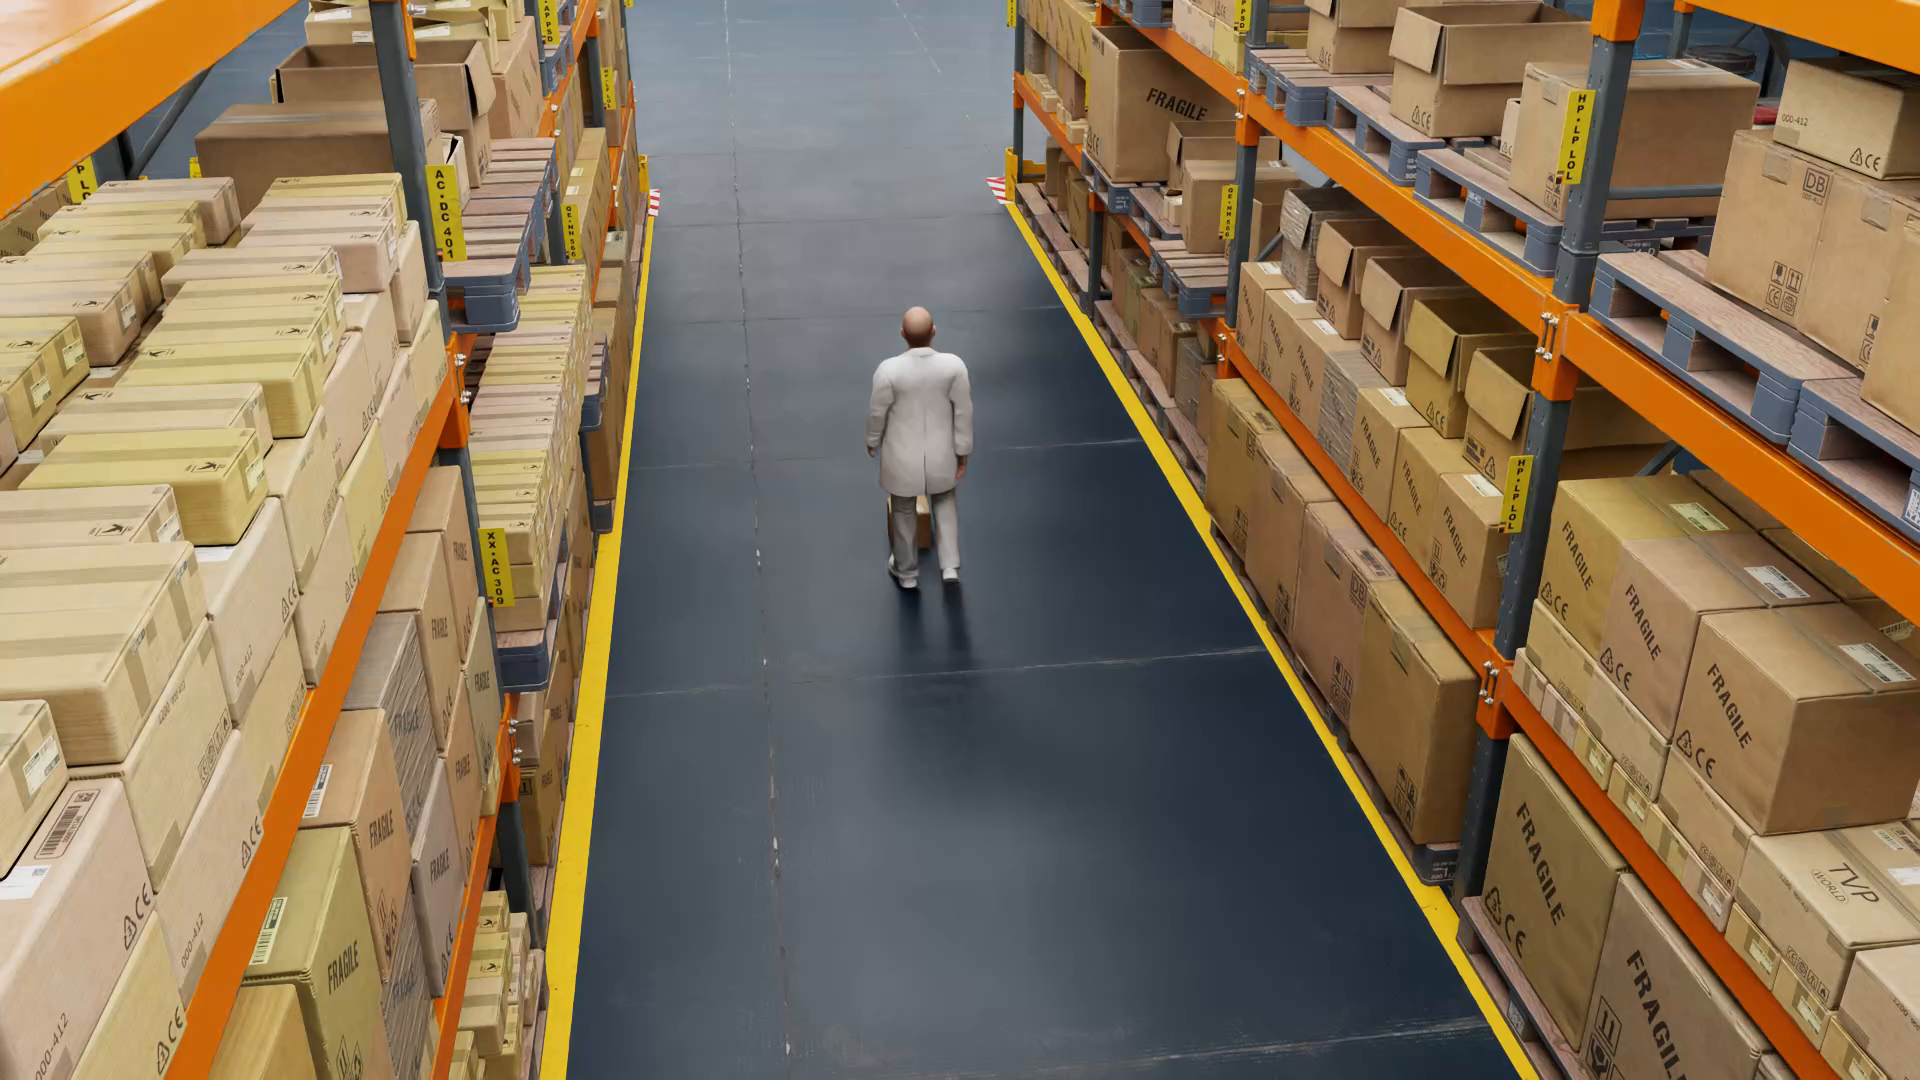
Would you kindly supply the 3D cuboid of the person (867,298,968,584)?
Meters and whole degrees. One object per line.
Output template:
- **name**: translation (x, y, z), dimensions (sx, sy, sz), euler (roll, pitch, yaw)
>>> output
- **person**: translation (-0.257, -0.589, 9.775), dimensions (0.577, 1.789, 0.443), euler (-3, 27, -7)
